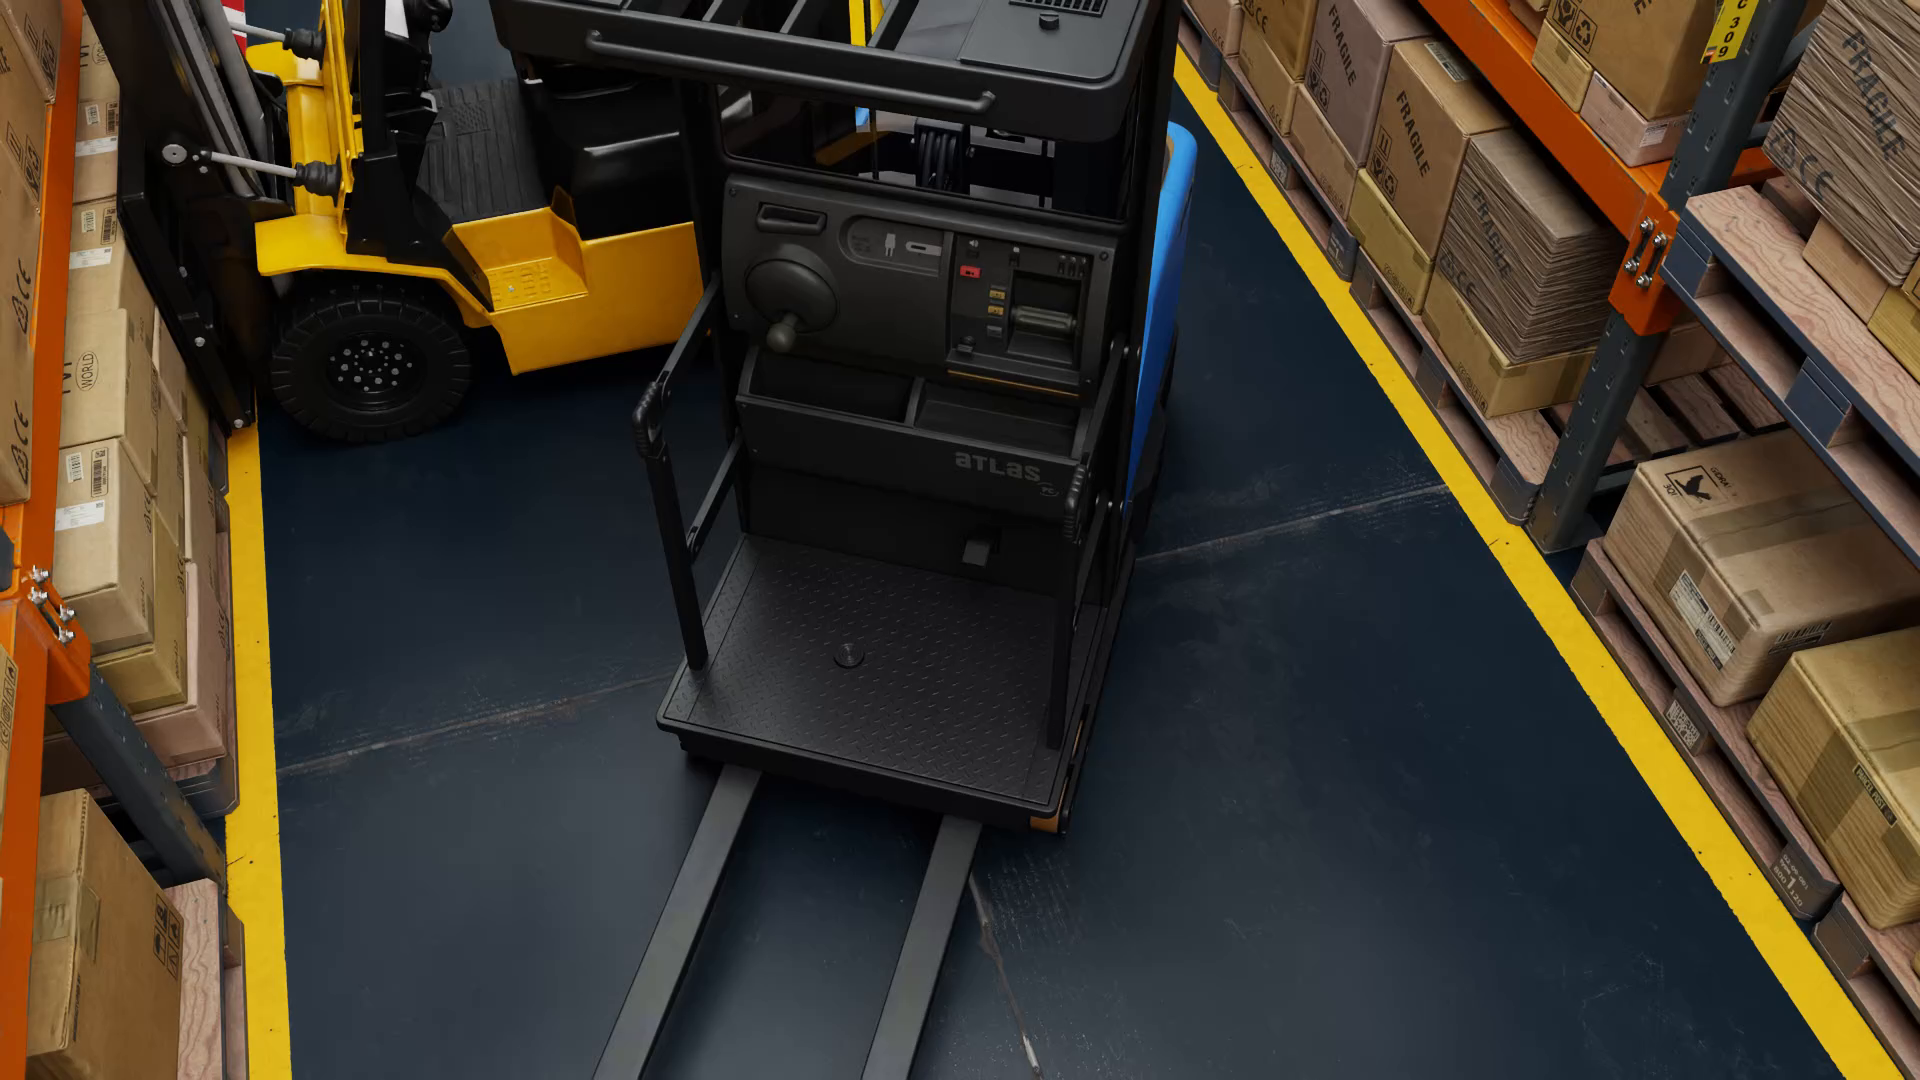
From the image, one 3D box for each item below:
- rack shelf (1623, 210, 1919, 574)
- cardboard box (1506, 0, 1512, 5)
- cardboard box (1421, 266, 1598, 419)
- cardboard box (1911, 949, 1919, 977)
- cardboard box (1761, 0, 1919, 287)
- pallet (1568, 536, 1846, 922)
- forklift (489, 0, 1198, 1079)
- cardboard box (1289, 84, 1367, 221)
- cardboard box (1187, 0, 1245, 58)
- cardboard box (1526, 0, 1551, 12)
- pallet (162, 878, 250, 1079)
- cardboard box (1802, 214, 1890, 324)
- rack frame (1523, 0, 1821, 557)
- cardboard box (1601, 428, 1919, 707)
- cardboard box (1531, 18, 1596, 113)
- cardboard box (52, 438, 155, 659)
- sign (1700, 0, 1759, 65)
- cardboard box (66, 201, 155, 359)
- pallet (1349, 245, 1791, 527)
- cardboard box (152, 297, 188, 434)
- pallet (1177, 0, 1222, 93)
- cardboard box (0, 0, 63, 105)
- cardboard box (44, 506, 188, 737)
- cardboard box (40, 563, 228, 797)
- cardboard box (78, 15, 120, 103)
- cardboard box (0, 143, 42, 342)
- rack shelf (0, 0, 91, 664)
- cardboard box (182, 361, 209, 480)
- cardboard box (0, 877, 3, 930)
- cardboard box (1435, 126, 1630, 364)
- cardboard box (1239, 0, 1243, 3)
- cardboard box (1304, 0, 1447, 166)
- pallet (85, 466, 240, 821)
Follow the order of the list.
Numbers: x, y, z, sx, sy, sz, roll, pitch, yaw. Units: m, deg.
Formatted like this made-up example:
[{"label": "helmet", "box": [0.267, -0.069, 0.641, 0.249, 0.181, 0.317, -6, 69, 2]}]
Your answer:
[{"label": "rack shelf", "box": [2.877, 0.621, 3.235, 1.077, 0.370, 4.000, -13, 51, -11]}, {"label": "cardboard box", "box": [1.756, -1.730, 4.911, 0.380, 0.149, 0.250, -14, 51, -11]}, {"label": "cardboard box", "box": [1.854, -0.692, 5.395, 0.500, 0.250, 0.500, -11, 51, -9]}, {"label": "cardboard box", "box": [2.866, 1.054, 3.844, 0.950, 0.372, 0.625, -12, 51, -10]}, {"label": "cardboard box", "box": [2.150, -0.928, 3.536, 0.500, 0.500, 0.500, -12, 51, -10]}, {"label": "pallet", "box": [2.517, 0.395, 4.779, 1.003, 0.211, 1.213, -13, 51, -11]}, {"label": "forklift", "box": [-0.162, -0.481, 3.739, 1.130, 2.935, 3.031, 12, 51, 10]}, {"label": "cardboard box", "box": [1.541, -1.451, 6.035, 0.500, 0.250, 0.500, -13, 51, -10]}, {"label": "cardboard box", "box": [1.221, -2.216, 6.680, 0.500, 0.250, 0.500, -12, 51, -10]}, {"label": "cardboard box", "box": [1.758, -1.843, 4.582, 0.500, 0.500, 0.500, -12, 51, -10]}, {"label": "pallet", "box": [-2.200, 1.481, 3.863, 1.003, 0.211, 1.213, -13, 51, -11]}, {"label": "cardboard box", "box": [2.147, -0.651, 3.727, 0.380, 0.149, 0.250, -13, 51, -10]}, {"label": "rack frame", "box": [2.285, -1.072, 4.192, 1.000, 3.000, 0.127, -13, 51, -11]}, {"label": "cardboard box", "box": [2.443, 0.022, 4.713, 0.950, 0.372, 0.625, -13, 51, -11]}, {"label": "cardboard box", "box": [1.819, -1.337, 4.580, 0.380, 0.149, 0.250, -12, 51, -10]}, {"label": "cardboard box", "box": [-2.298, 0.058, 4.109, 0.500, 0.250, 0.500, -14, 51, -12]}, {"label": "sign", "box": [1.769, -1.223, 3.753, 0.100, 0.325, 0.005, -13, 51, -11]}, {"label": "cardboard box", "box": [-2.598, -0.679, 4.730, 0.500, 0.250, 0.500, -12, 51, -10]}, {"label": "pallet", "box": [2.053, -0.656, 5.665, 1.003, 0.211, 1.213, -13, 51, -11]}, {"label": "cardboard box", "box": [-2.592, -0.517, 4.921, 0.500, 0.250, 0.500, -14, 51, -11]}, {"label": "pallet", "box": [1.331, -2.438, 7.167, 1.003, 0.211, 1.213, -13, 51, -11]}, {"label": "cardboard box", "box": [-2.786, -1.481, 4.471, 0.500, 0.500, 0.500, -13, 51, -11]}, {"label": "cardboard box", "box": [-2.303, 0.220, 4.299, 0.500, 0.250, 0.500, -14, 51, -11]}, {"label": "cardboard box", "box": [-2.282, 0.376, 4.495, 0.500, 0.250, 0.500, -13, 51, -11]}, {"label": "cardboard box", "box": [-2.889, -1.436, 5.368, 0.500, 0.250, 0.500, -13, 51, -11]}, {"label": "cardboard box", "box": [-2.507, -0.739, 3.846, 0.500, 0.500, 0.500, -13, 51, -10]}, {"label": "rack shelf", "box": [-3.047, -1.176, 4.750, 1.077, 0.370, 4.000, -13, 51, -11]}, {"label": "cardboard box", "box": [-2.614, -0.363, 5.118, 0.500, 0.250, 0.500, -13, 51, -10]}, {"label": "cardboard box", "box": [-1.902, 0.776, 2.732, 0.500, 0.250, 0.500, -14, 51, -11]}, {"label": "cardboard box", "box": [1.854, -0.934, 5.109, 0.500, 0.500, 0.500, -14, 51, -11]}, {"label": "cardboard box", "box": [1.243, -2.434, 6.374, 0.500, 0.500, 0.500, -15, 52, -12]}, {"label": "cardboard box", "box": [1.550, -1.678, 5.736, 0.500, 0.500, 0.500, -11, 51, -9]}, {"label": "pallet", "box": [-2.650, 0.362, 4.807, 1.003, 0.211, 1.213, -13, 51, -11]}]
